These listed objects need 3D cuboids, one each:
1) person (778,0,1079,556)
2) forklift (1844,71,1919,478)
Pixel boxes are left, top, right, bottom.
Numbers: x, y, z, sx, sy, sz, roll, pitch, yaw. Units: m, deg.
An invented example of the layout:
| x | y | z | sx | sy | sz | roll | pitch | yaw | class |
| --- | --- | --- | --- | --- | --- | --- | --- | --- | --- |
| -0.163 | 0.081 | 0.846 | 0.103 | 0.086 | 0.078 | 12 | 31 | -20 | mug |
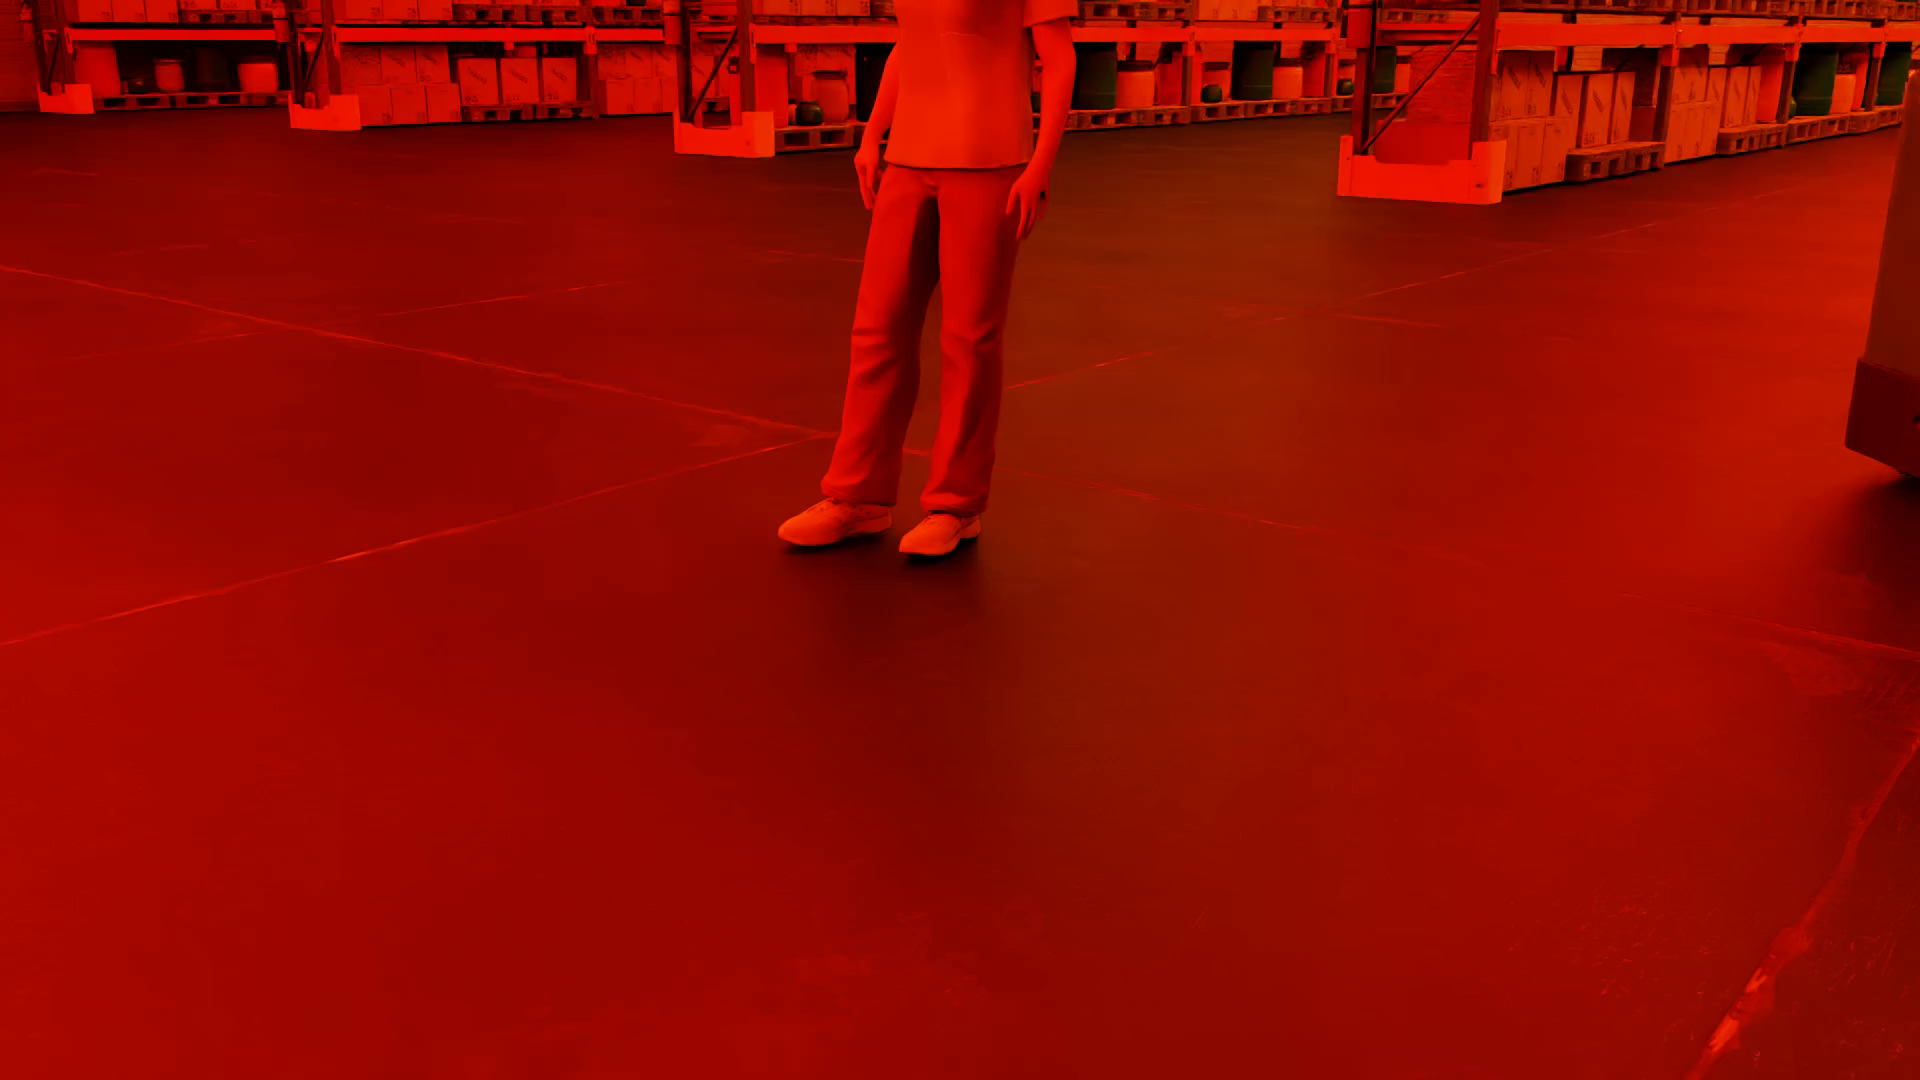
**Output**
| x | y | z | sx | sy | sz | roll | pitch | yaw | class |
| --- | --- | --- | --- | --- | --- | --- | --- | --- | --- |
| -0.055 | -0.794 | 3.649 | 0.555 | 1.675 | 0.549 | 13 | 21 | 37 | person |
| 3.944 | -1.482 | 3.778 | 3.031 | 2.935 | 1.130 | -1 | 17 | -3 | forklift |
